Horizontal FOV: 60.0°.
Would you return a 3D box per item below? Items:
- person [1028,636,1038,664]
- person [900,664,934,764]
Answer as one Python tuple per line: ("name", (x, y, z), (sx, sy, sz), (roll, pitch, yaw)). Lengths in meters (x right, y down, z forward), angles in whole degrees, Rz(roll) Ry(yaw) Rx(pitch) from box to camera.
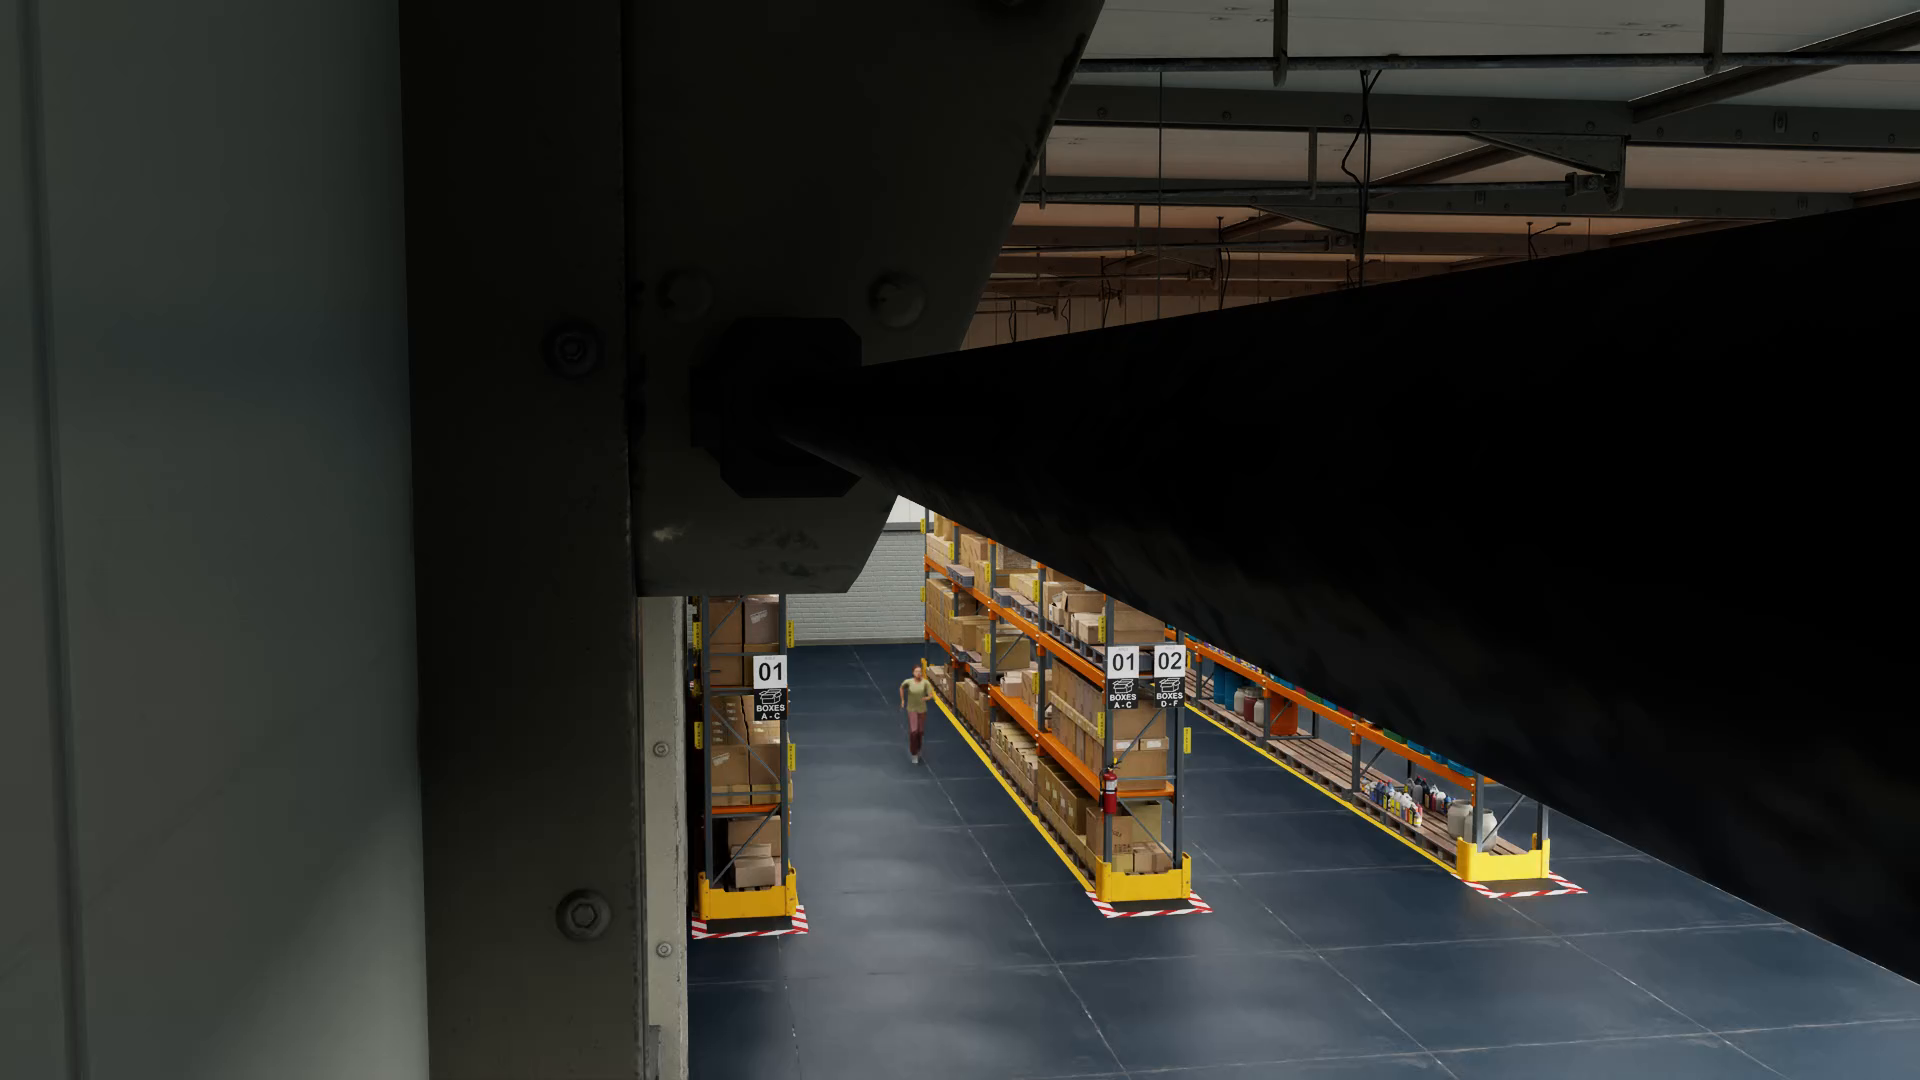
("person", (1.596, 2.350, 36.118), (0.596, 1.631, 0.757), (-2, 5, -22))
("person", (-0.737, 2.981, 28.638), (0.541, 1.714, 0.801), (-1, 5, -11))
